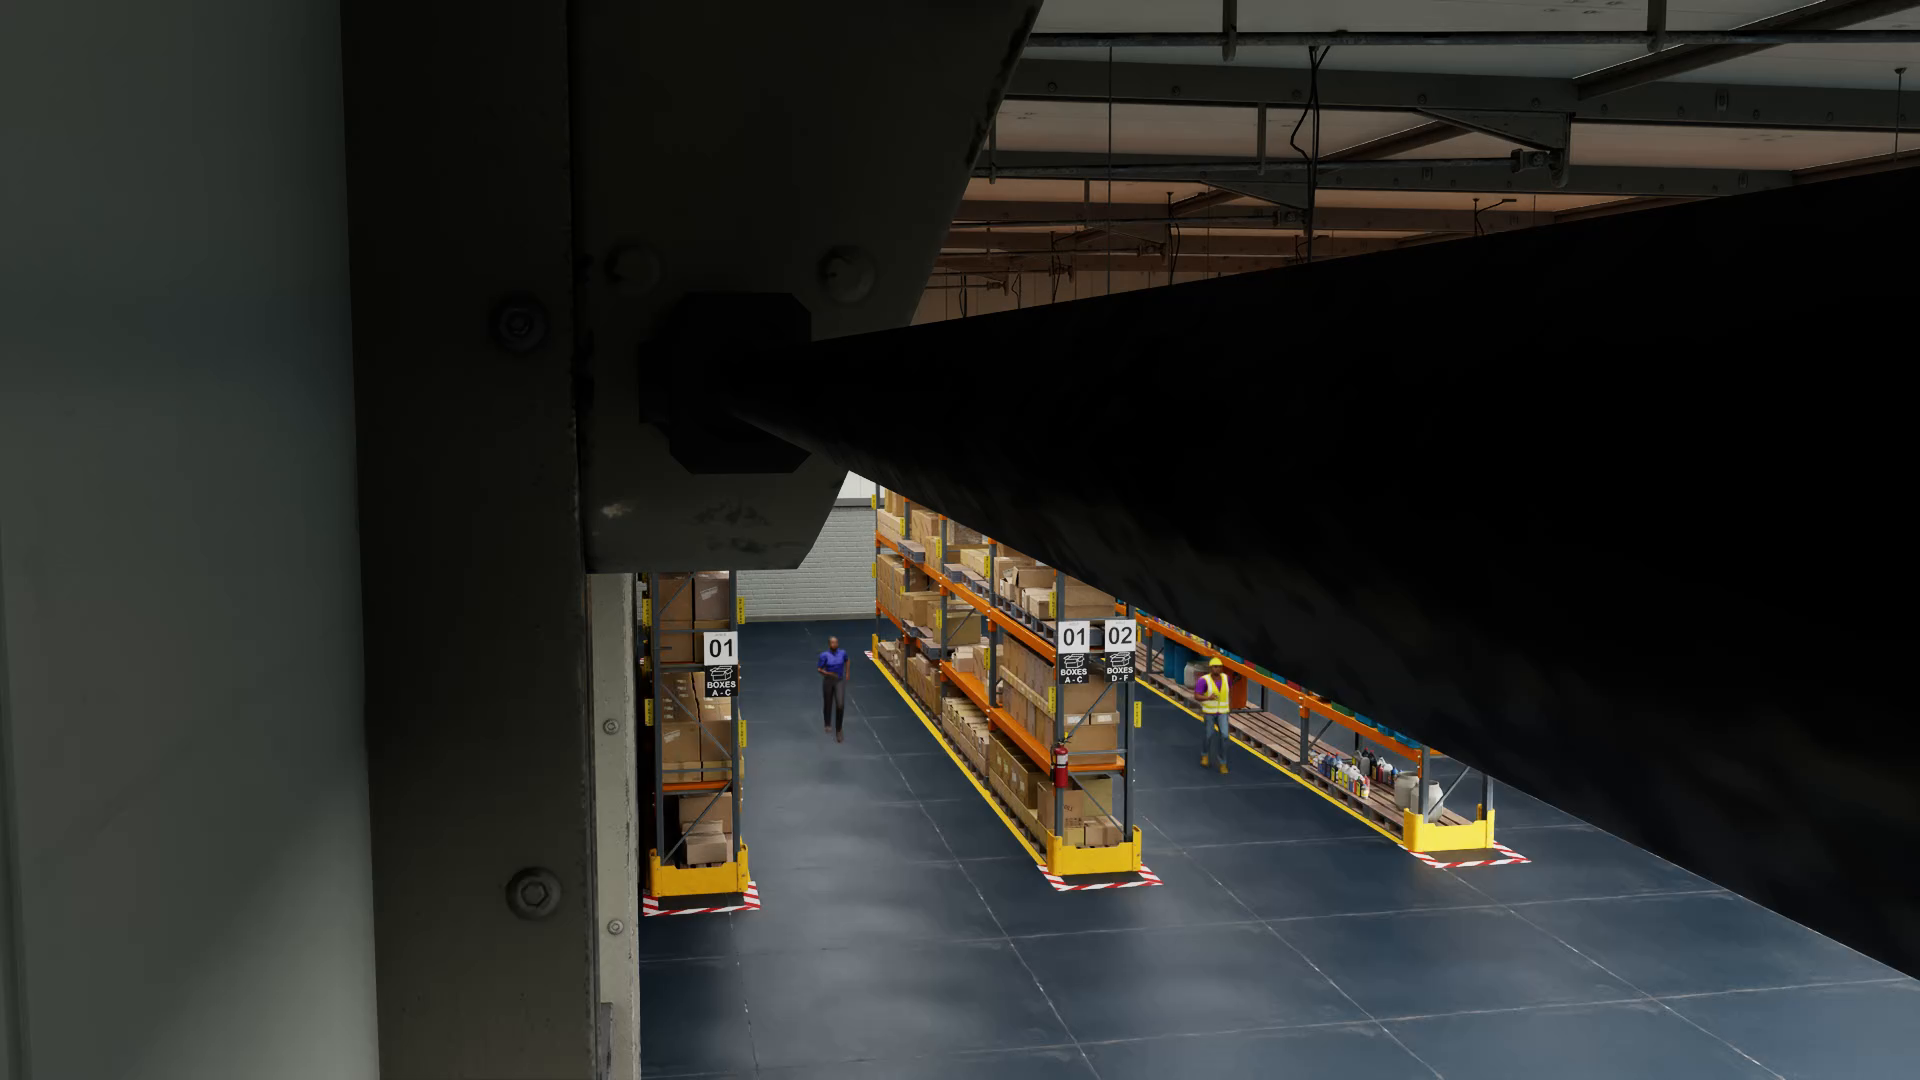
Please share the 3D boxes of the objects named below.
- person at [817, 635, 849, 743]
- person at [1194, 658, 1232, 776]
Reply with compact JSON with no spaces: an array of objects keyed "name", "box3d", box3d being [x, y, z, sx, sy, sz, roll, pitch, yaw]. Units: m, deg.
[{"name":"person","box3d":[-2.062,2.447,27.362,0.584,1.766,0.687,-2,6,-15]},{"name":"person","box3d":[4.000,2.758,26.206,0.681,1.836,0.808,-1,6,-7]}]
